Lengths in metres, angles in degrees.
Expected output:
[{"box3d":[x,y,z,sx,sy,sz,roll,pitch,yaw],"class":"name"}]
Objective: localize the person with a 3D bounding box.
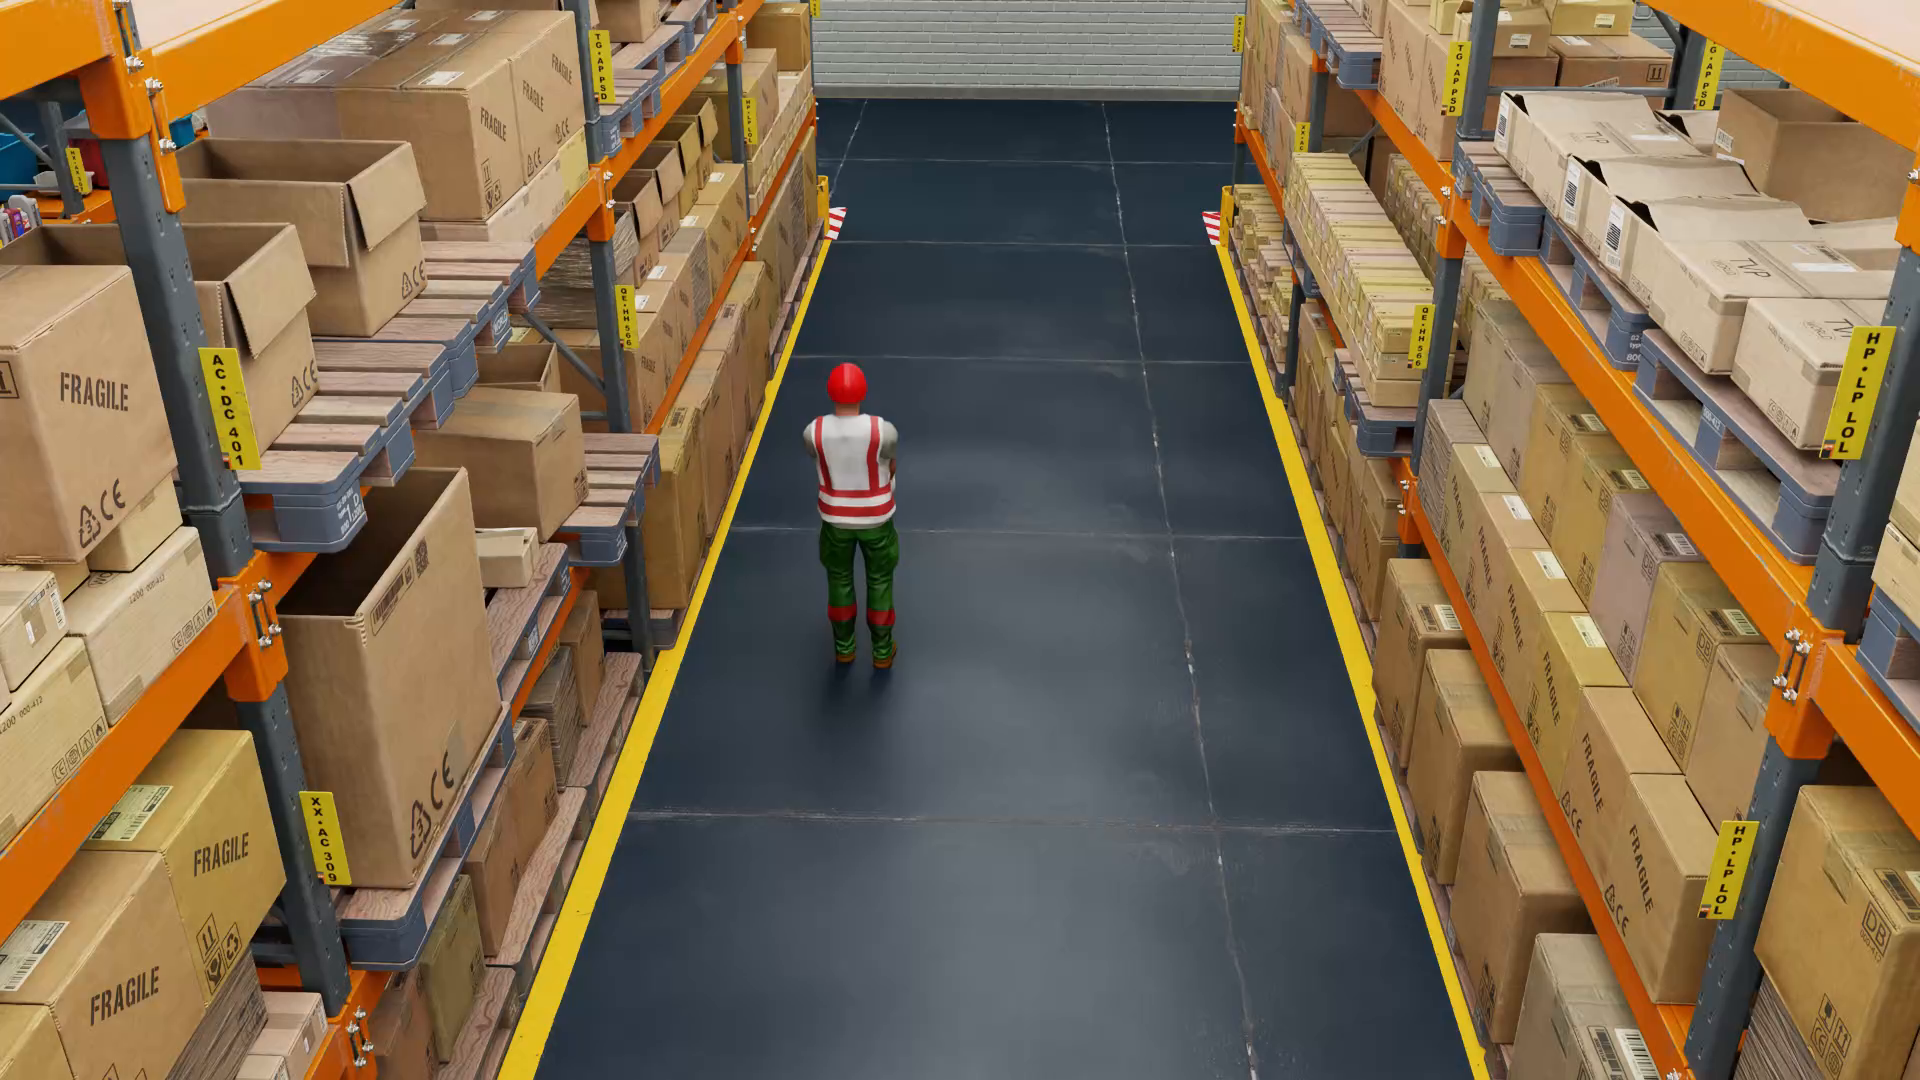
[{"box3d":[-0.557,-0.174,8.931,0.494,1.782,0.569,1,28,3],"class":"person"}]
